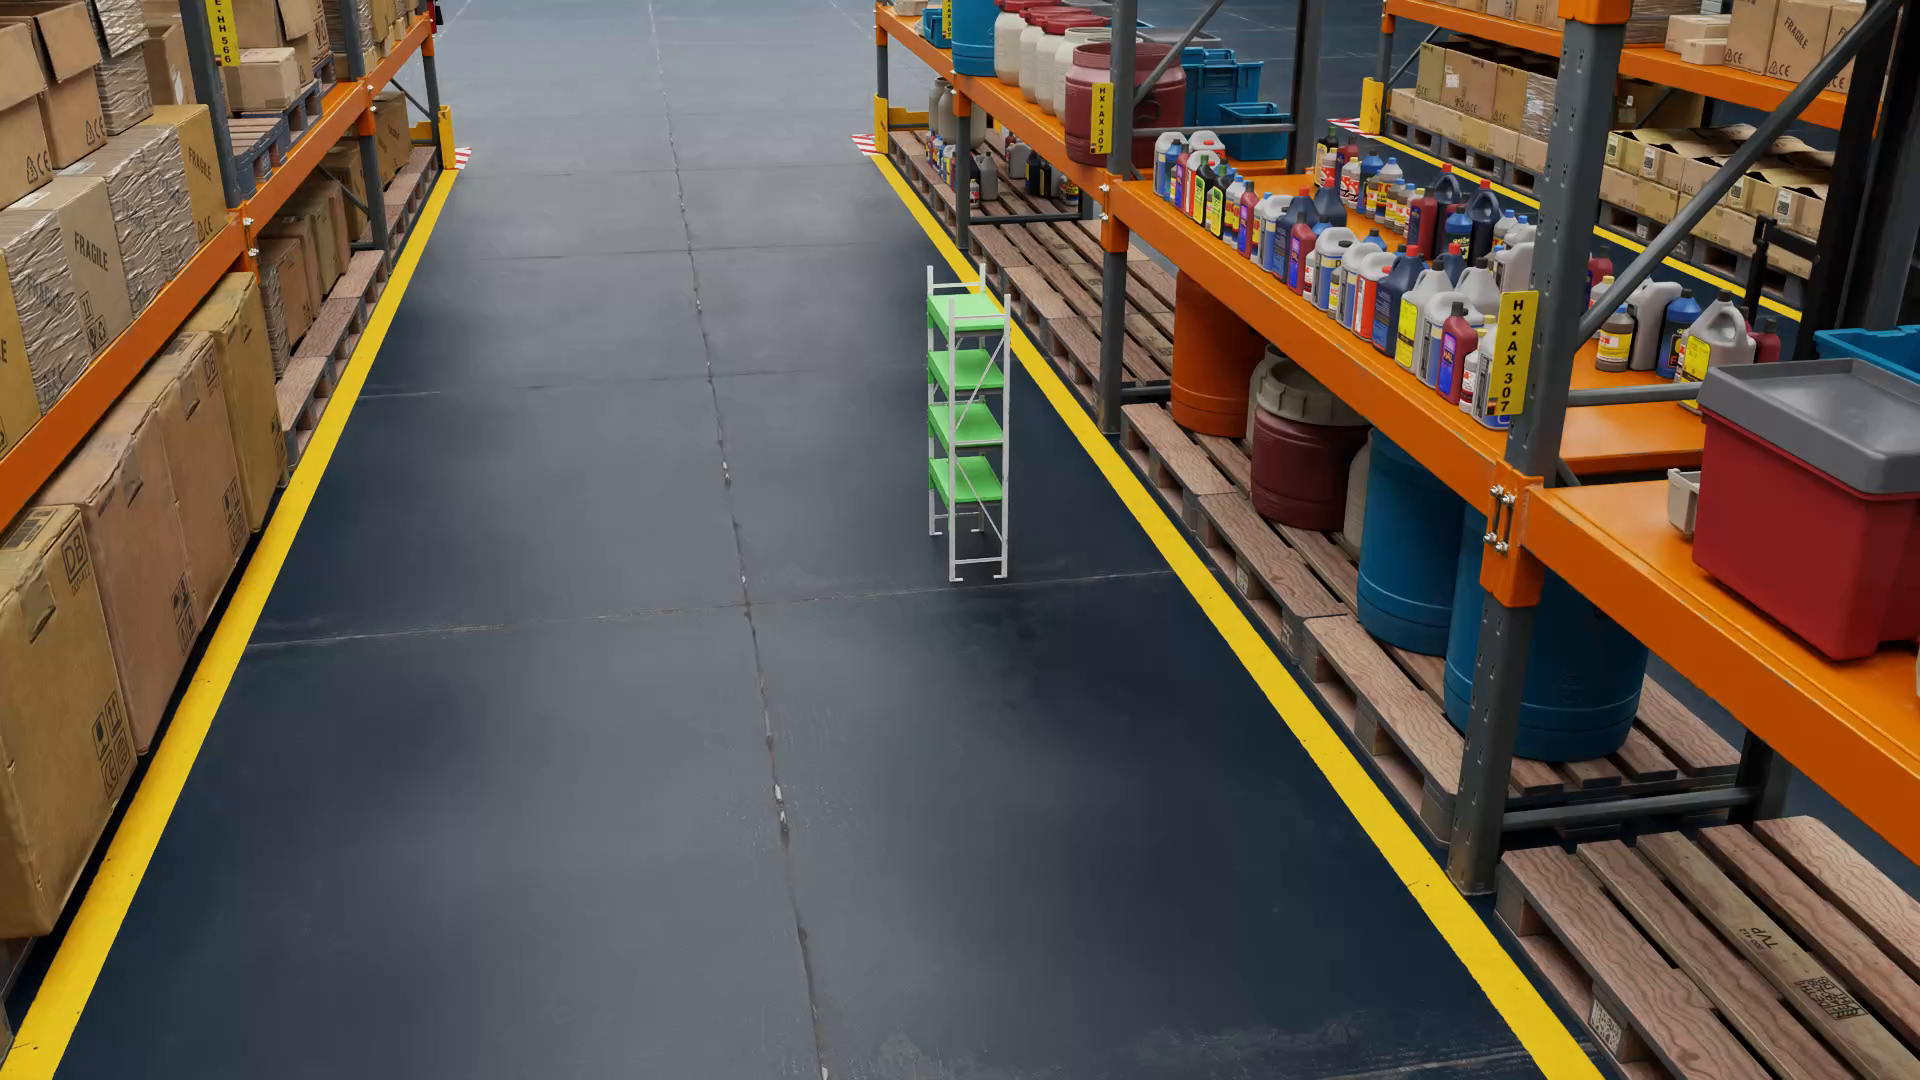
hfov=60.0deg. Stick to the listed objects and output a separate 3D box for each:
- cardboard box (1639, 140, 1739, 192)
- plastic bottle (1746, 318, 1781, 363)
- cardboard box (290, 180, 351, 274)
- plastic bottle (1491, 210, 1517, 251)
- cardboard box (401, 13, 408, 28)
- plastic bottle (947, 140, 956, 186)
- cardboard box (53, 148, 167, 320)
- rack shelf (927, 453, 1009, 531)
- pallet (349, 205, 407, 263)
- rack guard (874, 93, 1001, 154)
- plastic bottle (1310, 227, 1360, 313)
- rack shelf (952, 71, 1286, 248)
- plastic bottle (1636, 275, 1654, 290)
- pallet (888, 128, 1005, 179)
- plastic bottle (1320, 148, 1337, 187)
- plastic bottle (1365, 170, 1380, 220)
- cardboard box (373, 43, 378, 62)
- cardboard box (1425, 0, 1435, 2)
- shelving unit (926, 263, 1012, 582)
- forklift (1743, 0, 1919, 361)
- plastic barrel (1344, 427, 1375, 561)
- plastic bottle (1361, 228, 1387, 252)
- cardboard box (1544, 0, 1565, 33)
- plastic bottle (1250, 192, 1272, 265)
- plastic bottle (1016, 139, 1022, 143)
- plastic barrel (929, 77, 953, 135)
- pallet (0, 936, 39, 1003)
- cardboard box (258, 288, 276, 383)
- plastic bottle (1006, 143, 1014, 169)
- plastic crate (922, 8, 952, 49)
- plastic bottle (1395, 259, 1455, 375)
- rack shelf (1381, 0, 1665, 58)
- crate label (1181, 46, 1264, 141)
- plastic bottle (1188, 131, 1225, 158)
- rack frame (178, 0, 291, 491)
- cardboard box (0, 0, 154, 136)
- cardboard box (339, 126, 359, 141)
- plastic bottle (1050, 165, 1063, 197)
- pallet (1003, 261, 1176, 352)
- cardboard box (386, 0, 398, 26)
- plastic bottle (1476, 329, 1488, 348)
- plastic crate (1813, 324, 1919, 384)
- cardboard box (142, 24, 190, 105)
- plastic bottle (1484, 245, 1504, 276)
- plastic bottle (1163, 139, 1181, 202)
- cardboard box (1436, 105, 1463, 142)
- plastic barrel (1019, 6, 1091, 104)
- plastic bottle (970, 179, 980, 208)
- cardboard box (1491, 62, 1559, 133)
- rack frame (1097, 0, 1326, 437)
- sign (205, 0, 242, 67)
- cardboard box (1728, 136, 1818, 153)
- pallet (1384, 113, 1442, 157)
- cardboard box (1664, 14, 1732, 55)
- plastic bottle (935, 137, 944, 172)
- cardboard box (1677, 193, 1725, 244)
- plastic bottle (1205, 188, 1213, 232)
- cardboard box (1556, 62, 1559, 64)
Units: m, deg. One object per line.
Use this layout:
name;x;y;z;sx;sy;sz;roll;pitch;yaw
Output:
cardboard box;5.258;-2.710;11.918;0.500;0.311;0.500;-5;24;-10
plastic bottle;2.301;-0.510;4.815;0.061;0.283;0.133;-4;24;-10
cardboard box;-4.305;-1.981;10.611;0.700;0.500;0.500;-6;24;-14
plastic bottle;2.012;-1.080;6.136;0.097;0.271;0.097;0;24;0
cardboard box;-4.708;-4.237;13.517;0.380;0.149;0.250;-4;24;-10
plastic bottle;-0.027;-2.956;13.031;0.144;0.351;0.185;-4;24;-10
cardboard box;-3.137;-1.064;5.813;0.500;0.500;0.500;-5;24;-11
rack shelf;0.031;-0.206;6.982;0.258;0.148;0.480;-4;24;-10
pallet;-4.556;-2.151;11.912;1.003;0.211;1.213;-4;24;-10
rack guard;-0.209;-3.936;15.637;1.175;0.500;0.348;-4;24;-10
plastic bottle;1.330;-0.948;5.828;0.152;0.276;0.135;-4;24;-10
rack shelf;0.840;-2.418;9.937;1.077;0.370;4.000;-4;24;-10
plastic bottle;2.176;-0.730;5.335;0.097;0.271;0.097;0;24;0
pallet;-0.064;-3.483;14.962;1.003;0.211;1.213;-4;24;-10
plastic bottle;1.707;-1.696;7.633;0.097;0.201;0.097;0;24;0
plastic bottle;1.804;-1.490;7.162;0.097;0.201;0.097;0;24;0
cardboard box;-4.248;-3.355;11.498;0.380;0.149;0.250;-4;24;-10
cardboard box;4.673;-5.334;15.590;0.700;0.500;0.500;-4;24;-10
shelving unit;0.031;-0.485;6.861;0.258;1.200;0.503;-4;24;-10
forklift;3.882;-1.352;6.683;1.130;2.935;3.031;-1;24;-3
plastic barrel;1.718;-0.162;6.458;0.421;0.512;0.421;0;24;0
plastic bottle;1.449;-0.962;5.867;0.097;0.271;0.097;0;24;0
cardboard box;5.147;-4.326;13.283;0.700;0.500;0.500;-5;24;-10
plastic bottle;1.180;-1.206;6.424;0.097;0.271;0.097;0;24;0
plastic bottle;0.546;-3.215;13.718;0.152;0.276;0.135;-5;24;-11
plastic barrel;-0.073;-3.907;15.031;0.421;0.512;0.421;0;24;0
pallet;-3.135;0.959;4.790;1.003;0.211;1.213;-4;24;-10
cardboard box;-3.801;-0.912;8.165;0.700;0.500;0.500;-6;24;-13
plastic bottle;0.427;-3.165;13.695;0.097;0.201;0.097;0;24;0
plastic crate;-0.001;-3.881;12.575;0.499;0.251;0.616;-4;24;-10
plastic bottle;1.458;-0.702;5.172;0.144;0.351;0.185;-4;24;-10
rack shelf;4.969;-4.356;14.376;1.077;0.370;4.000;-4;24;-10
crate label;1.292;-2.388;8.925;0.502;0.435;0.616;-4;24;-10
plastic bottle;1.122;-1.721;7.598;0.152;0.276;0.135;-4;24;-10
rack frame;-3.658;-1.594;7.153;1.000;3.000;0.127;-4;24;-10
cardboard box;-3.539;-1.811;6.271;0.797;0.503;0.637;-3;24;-8
cardboard box;-4.737;-2.838;12.599;0.500;0.500;0.500;-6;24;-14
plastic bottle;0.755;-2.771;12.699;0.152;0.276;0.135;-3;24;-8
pallet;0.882;-1.469;10.351;1.003;0.211;1.213;-4;24;-10
cardboard box;-4.721;-4.120;12.438;0.875;0.500;0.500;-4;24;-10
plastic bottle;1.546;-0.528;4.960;0.097;0.201;0.097;0;24;0
plastic crate;2.371;-0.249;4.018;0.392;0.384;0.575;-4;24;-10
cardboard box;-3.797;-2.042;7.528;0.500;0.500;0.500;-7;25;-16
plastic bottle;1.905;-0.946;5.916;0.097;0.201;0.097;0;24;0
plastic bottle;0.967;-1.660;7.464;0.097;0.271;0.097;0;24;0
cardboard box;4.668;-3.785;15.078;0.500;0.250;0.500;-4;24;-10
plastic barrel;0.567;-2.915;10.008;0.433;0.535;0.433;0;24;0
plastic bottle;0.097;-2.573;12.340;0.097;0.201;0.097;0;24;0
cardboard box;4.861;-3.736;14.029;0.500;0.500;0.500;-4;24;-10
rack frame;1.210;-1.961;7.992;1.000;3.000;0.127;-4;24;-10
sign;-3.113;-2.167;7.018;0.100;0.325;0.005;-4;24;-10
cardboard box;5.798;-2.746;12.001;0.500;0.311;0.500;-4;24;-8
pallet;4.782;-3.897;15.909;1.003;0.211;1.213;-4;24;-10
cardboard box;5.473;-3.640;12.024;0.500;0.250;0.500;-3;24;-6
plastic bottle;-0.159;-3.148;13.570;0.097;0.271;0.097;0;24;0
cardboard box;5.362;-2.250;11.565;0.500;0.250;0.500;-5;24;-11
plastic bottle;1.077;-1.394;6.941;0.097;0.201;0.097;0;24;0
cardboard box;5.376;-3.774;14.118;0.500;0.500;0.500;-4;24;-10
